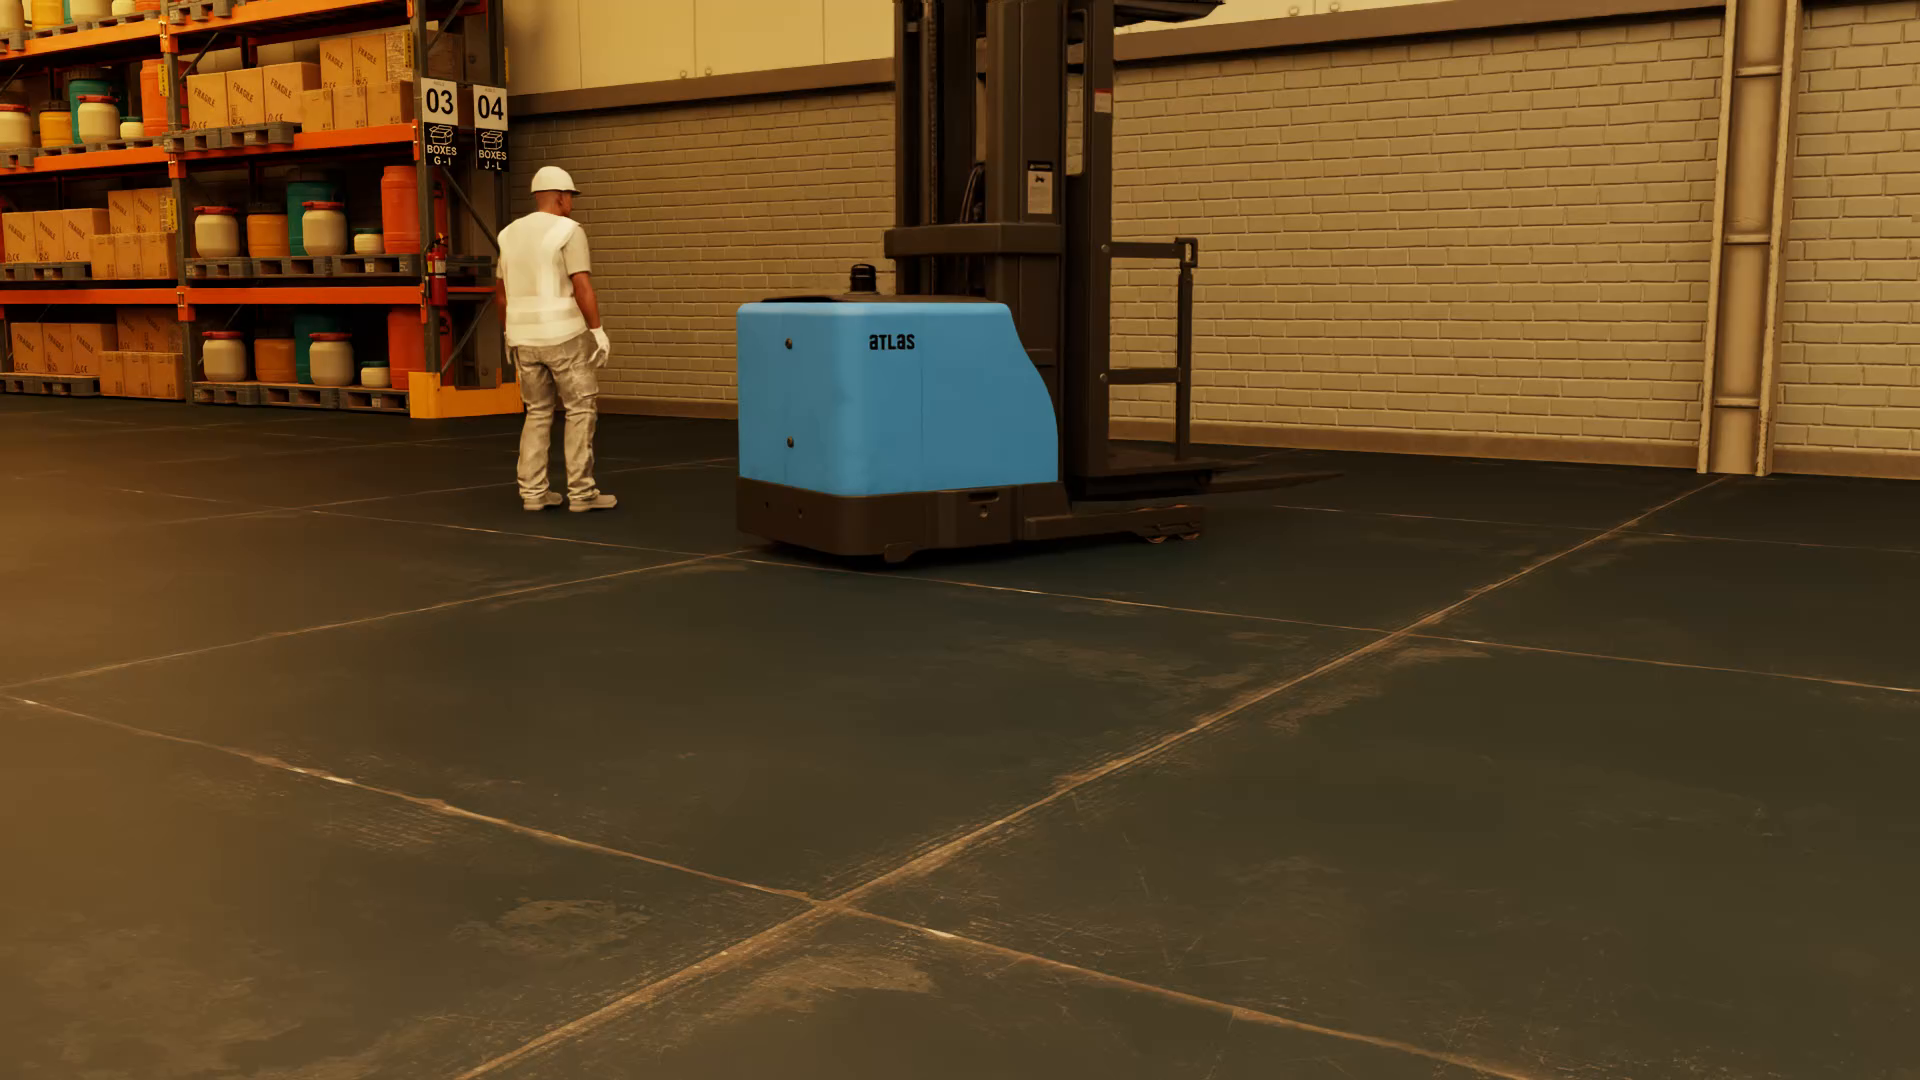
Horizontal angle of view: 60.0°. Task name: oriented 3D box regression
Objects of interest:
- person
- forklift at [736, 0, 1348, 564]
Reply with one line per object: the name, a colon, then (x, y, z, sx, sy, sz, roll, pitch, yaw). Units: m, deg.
person: (-2.104, -1.039, 8.628, 0.663, 1.772, 0.439, 4, 9, 27)
forklift: (0.516, -1.489, 7.665, 3.031, 2.935, 1.130, -5, 10, -33)
